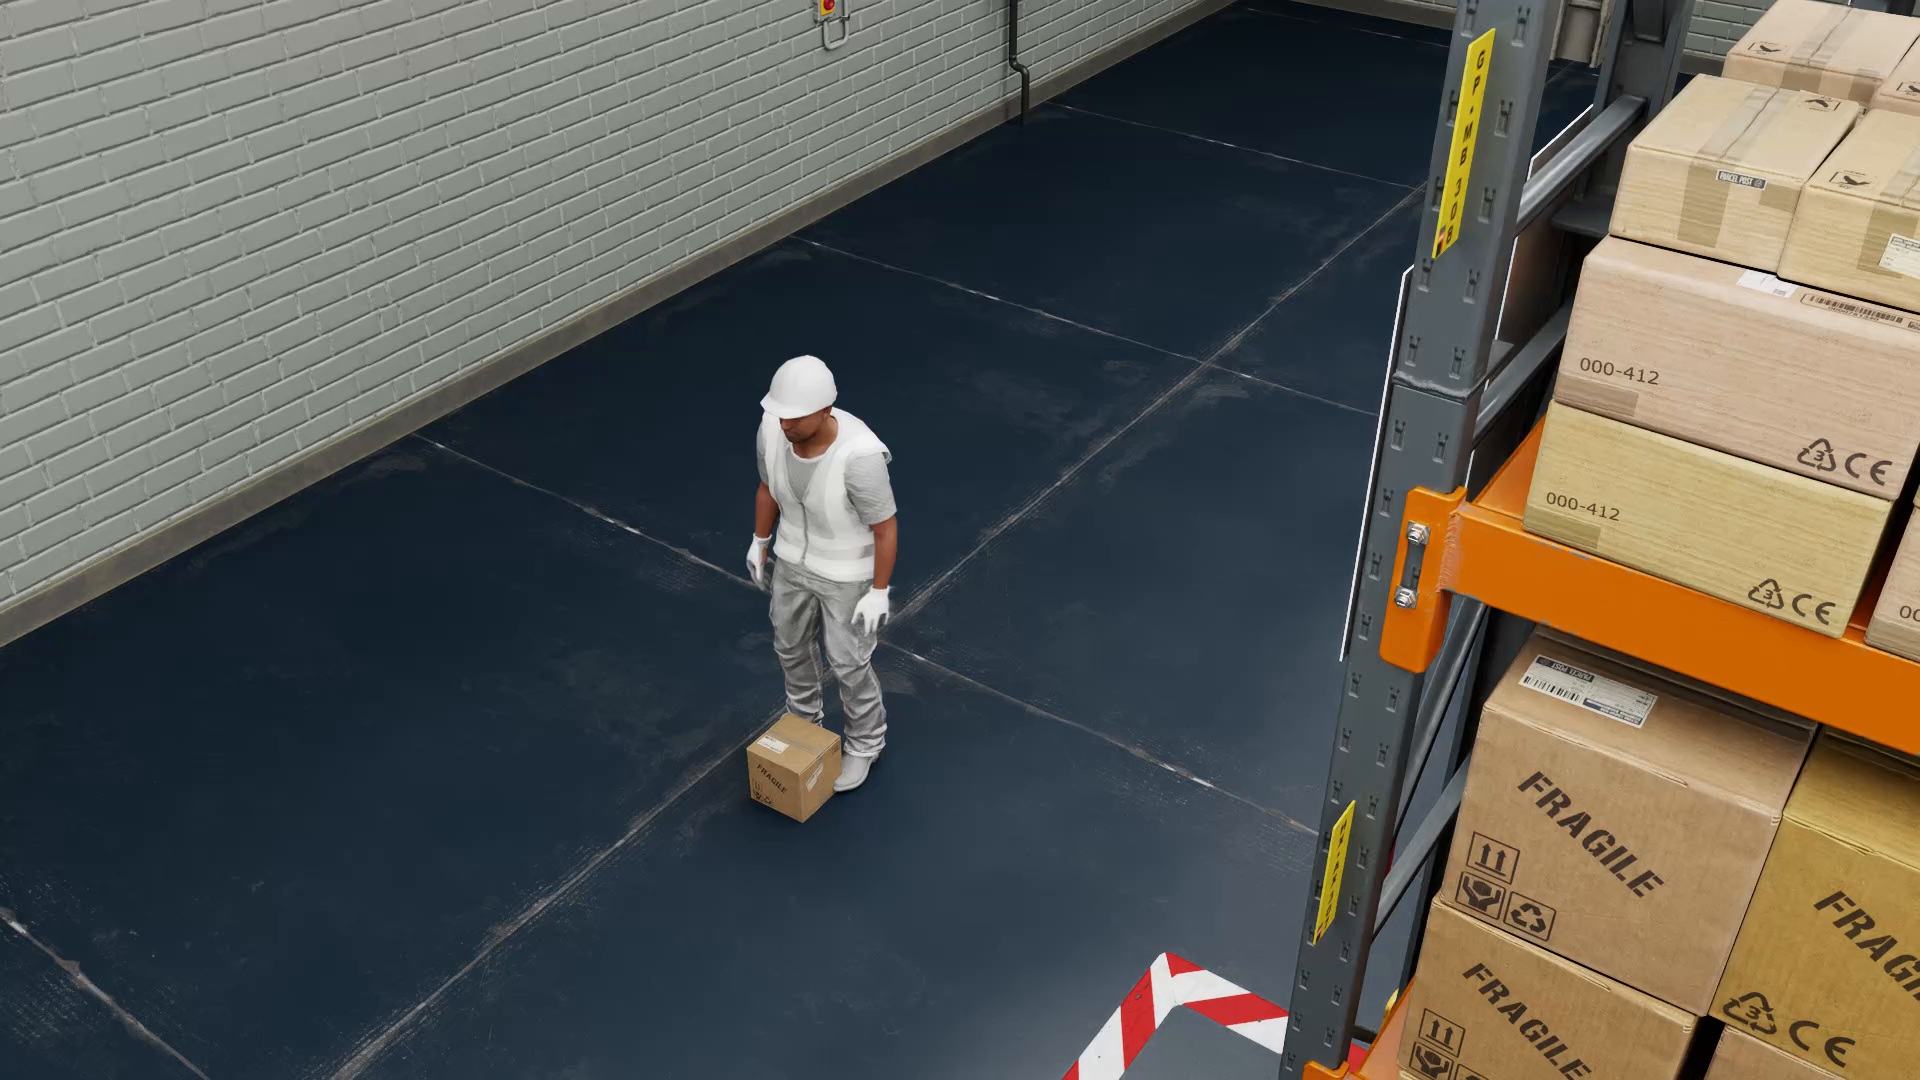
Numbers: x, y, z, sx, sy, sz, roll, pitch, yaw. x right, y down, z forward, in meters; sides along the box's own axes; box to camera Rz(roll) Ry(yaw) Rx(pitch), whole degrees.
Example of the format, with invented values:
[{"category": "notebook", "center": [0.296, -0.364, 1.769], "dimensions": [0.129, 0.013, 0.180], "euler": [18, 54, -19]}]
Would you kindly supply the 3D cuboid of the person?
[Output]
[{"category": "person", "center": [-0.499, 0.108, 5.974], "dimensions": [0.619, 1.774, 0.446], "euler": [22, 40, 28]}]
